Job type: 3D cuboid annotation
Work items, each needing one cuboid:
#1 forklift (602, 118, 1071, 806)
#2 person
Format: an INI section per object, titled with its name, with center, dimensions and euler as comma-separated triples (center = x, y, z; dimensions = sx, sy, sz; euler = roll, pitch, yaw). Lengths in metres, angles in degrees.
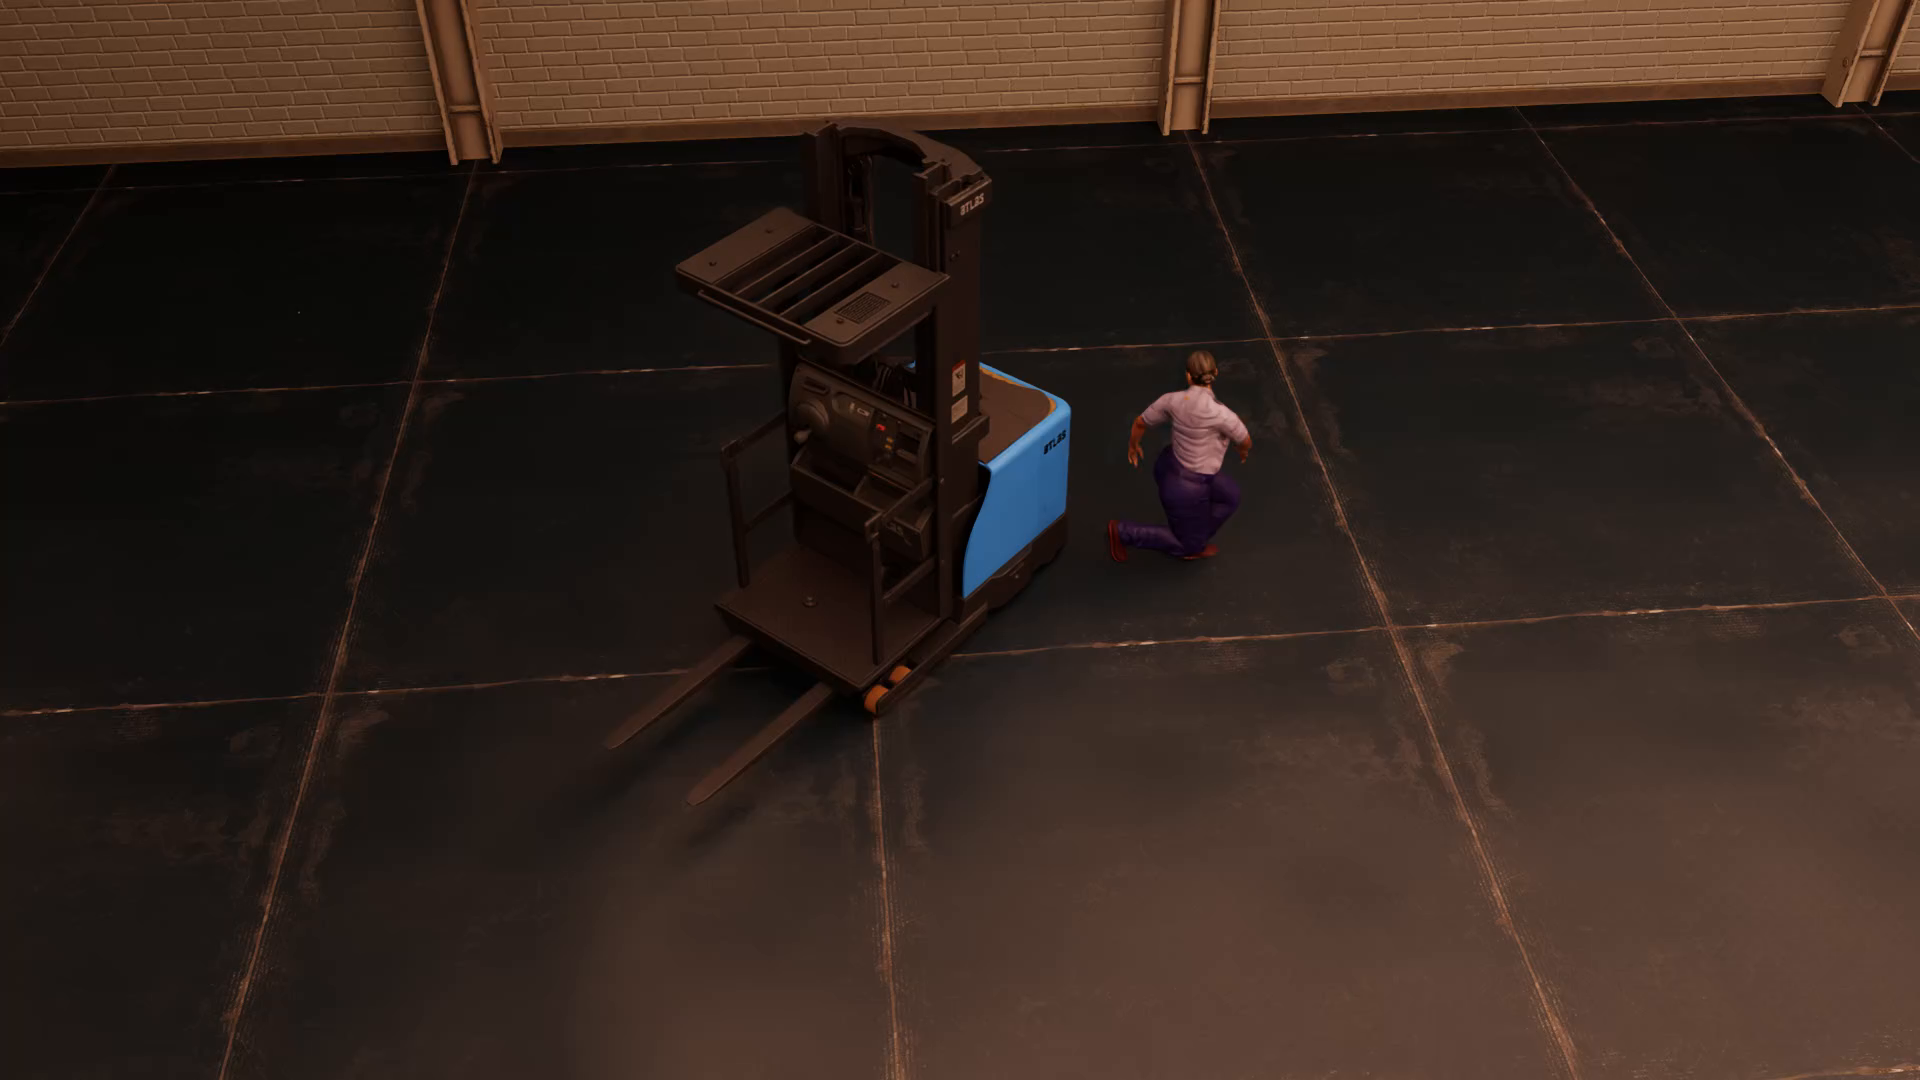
[forklift]
center = -0.658, -0.523, 8.549
dimensions = 1.130, 2.935, 3.031
euler = 27, 47, 28
[person]
center = 1.280, -0.440, 9.654
dimensions = 0.846, 1.432, 0.589
euler = -8, 41, -9
